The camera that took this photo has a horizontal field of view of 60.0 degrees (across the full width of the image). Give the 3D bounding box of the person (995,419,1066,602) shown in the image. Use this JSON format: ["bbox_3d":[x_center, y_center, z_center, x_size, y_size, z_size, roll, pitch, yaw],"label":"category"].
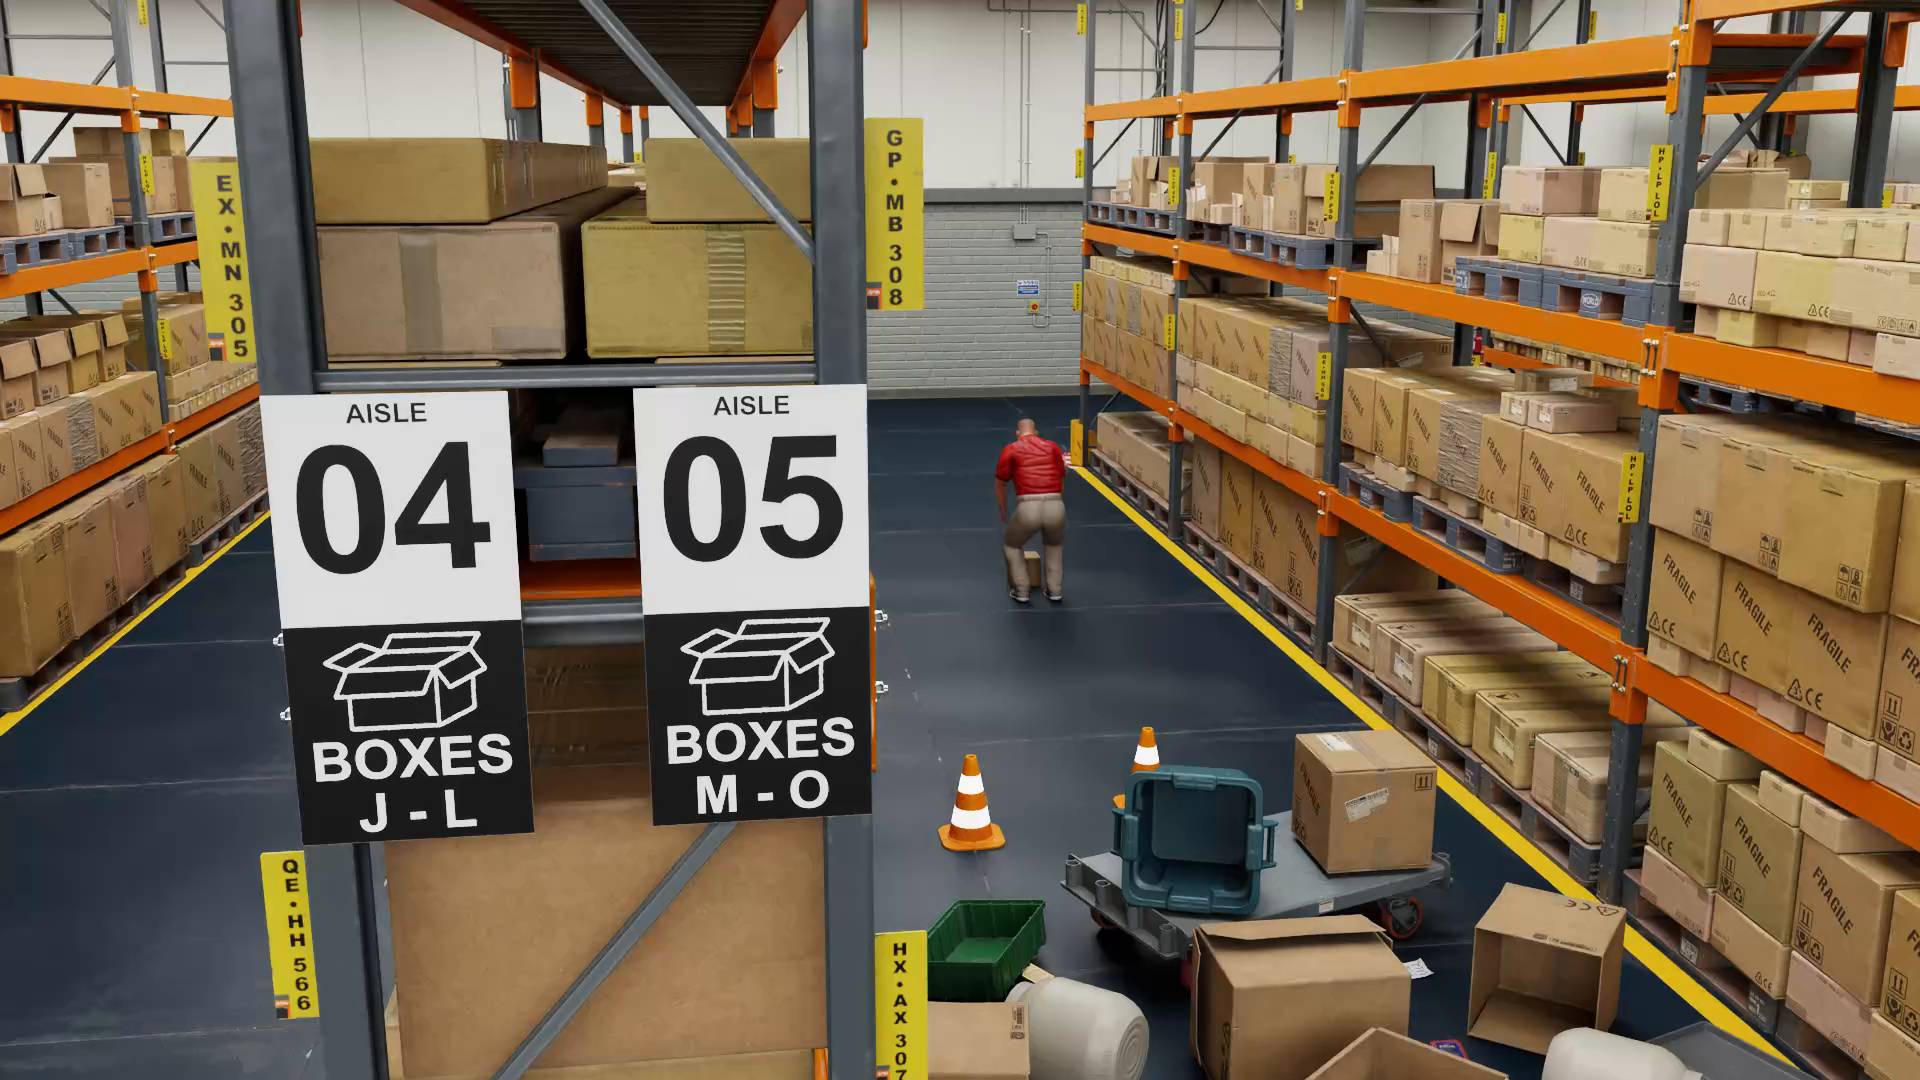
[{"bbox_3d":[0.584,-0.240,13.660,0.588,1.466,0.621,-2,13,-8],"label":"person"}]
